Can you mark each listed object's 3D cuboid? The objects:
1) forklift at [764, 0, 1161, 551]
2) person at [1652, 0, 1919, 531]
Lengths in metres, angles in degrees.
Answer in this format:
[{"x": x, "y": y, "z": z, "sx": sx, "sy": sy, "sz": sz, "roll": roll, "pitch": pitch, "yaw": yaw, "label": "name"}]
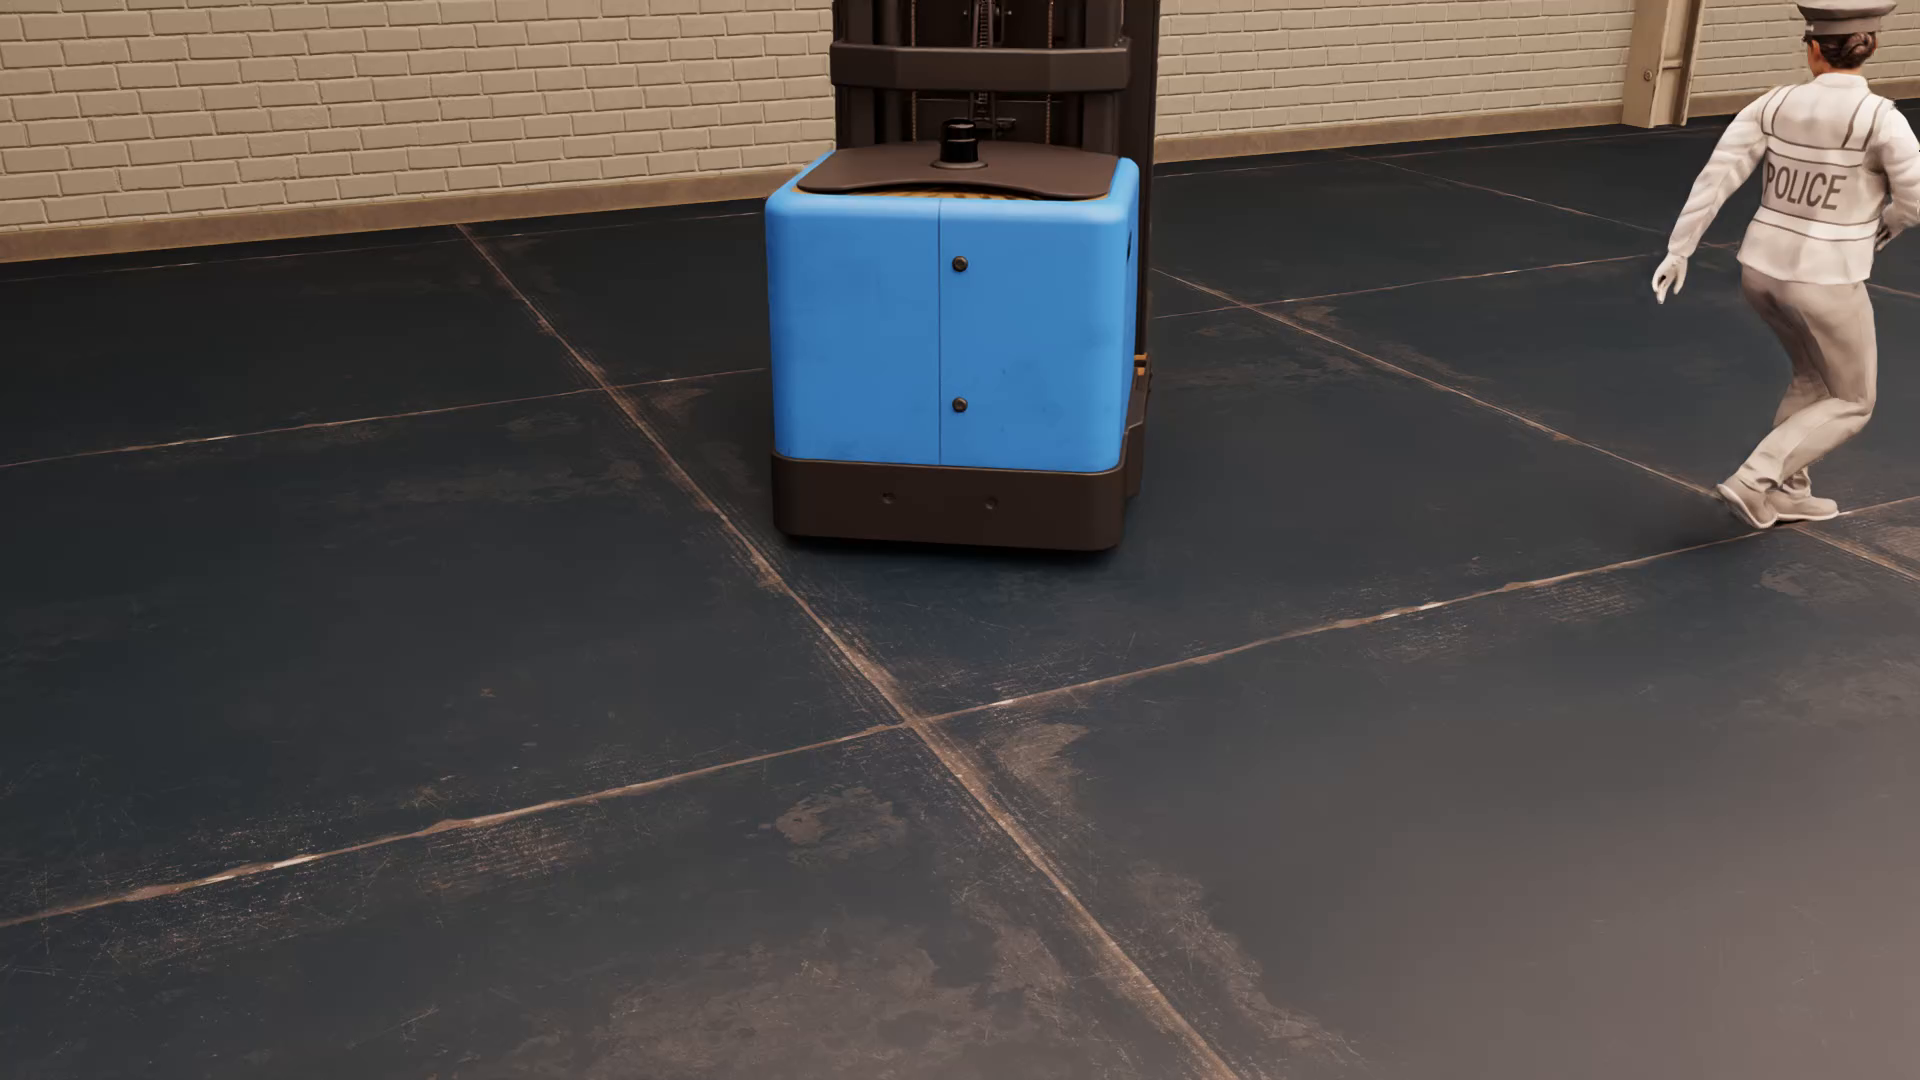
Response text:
[{"x": 0.153, "y": -1.851, "z": 5.743, "sx": 1.130, "sy": 2.935, "sz": 3.031, "roll": 3, "pitch": 23, "yaw": 7, "label": "forklift"}, {"x": 2.503, "y": -0.786, "z": 4.935, "sx": 0.634, "sy": 1.605, "sz": 0.587, "roll": -8, "pitch": 24, "yaw": -18, "label": "person"}]
